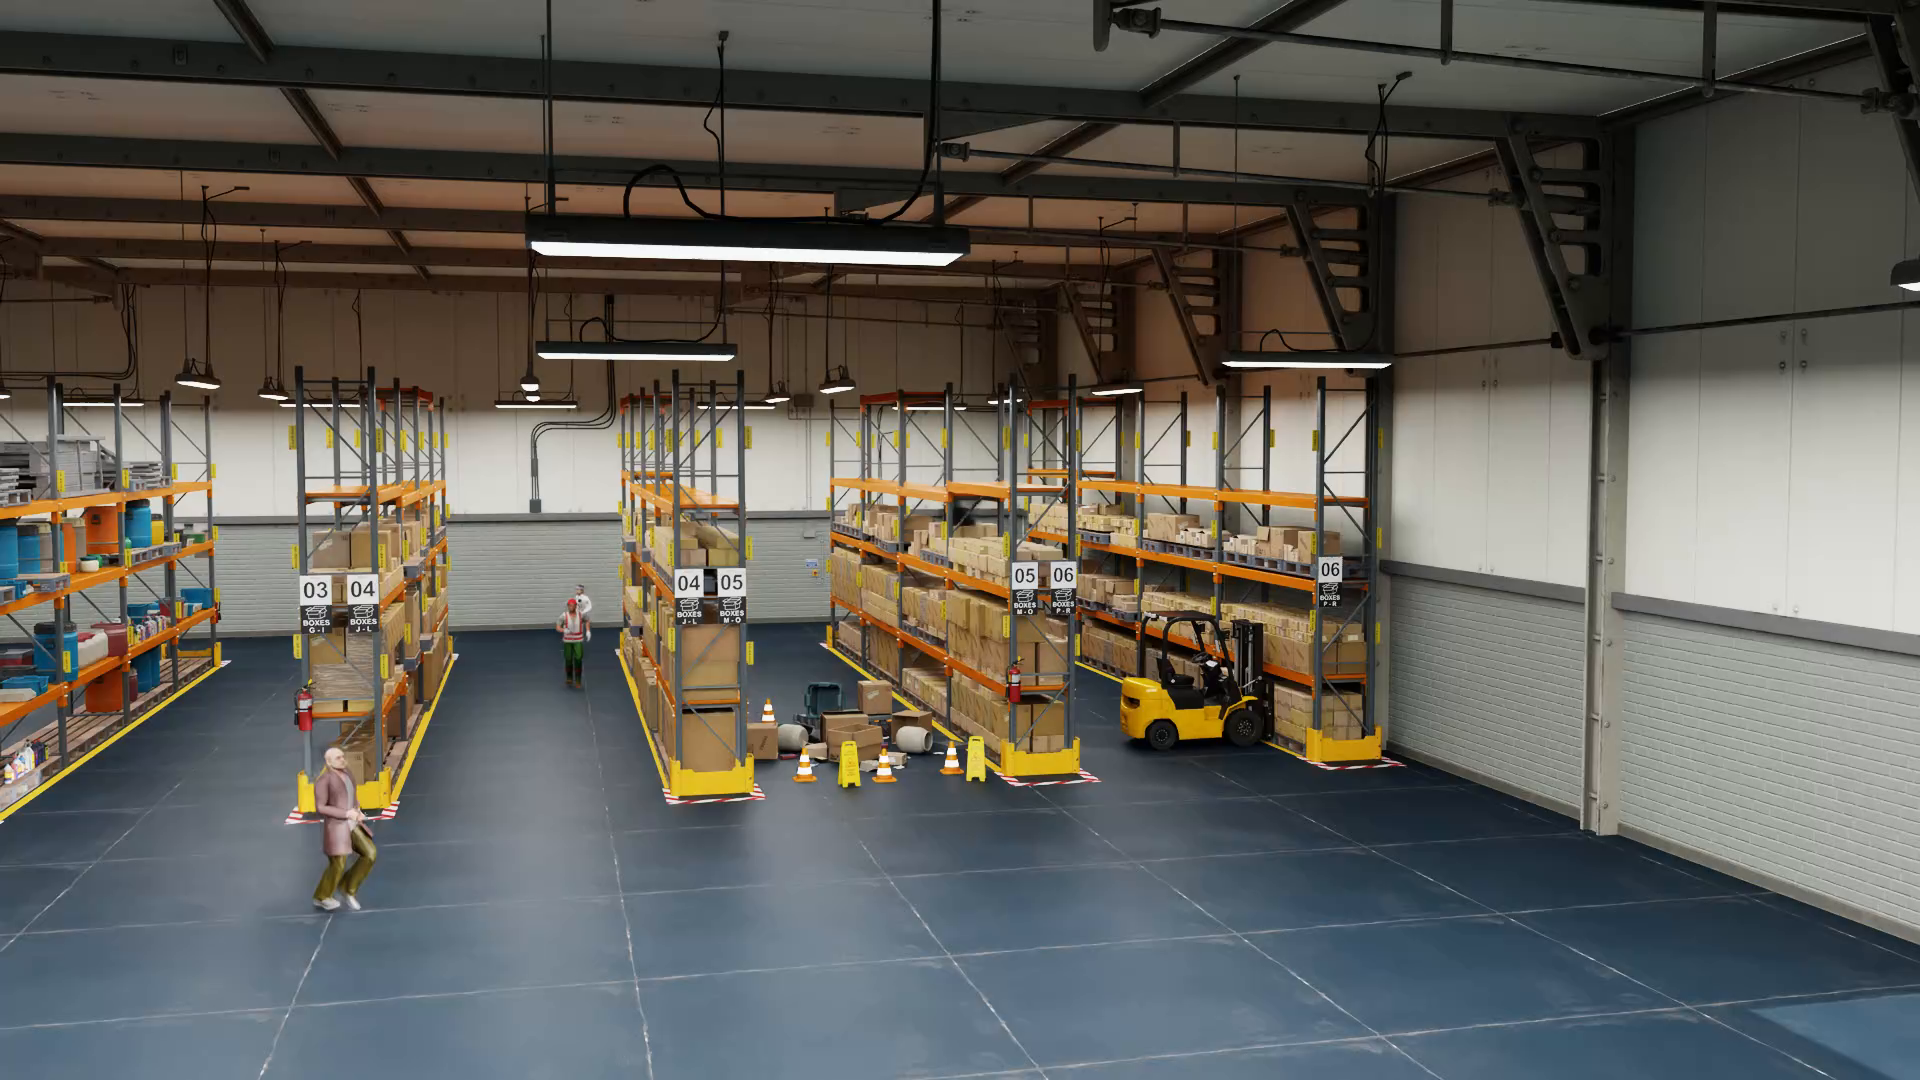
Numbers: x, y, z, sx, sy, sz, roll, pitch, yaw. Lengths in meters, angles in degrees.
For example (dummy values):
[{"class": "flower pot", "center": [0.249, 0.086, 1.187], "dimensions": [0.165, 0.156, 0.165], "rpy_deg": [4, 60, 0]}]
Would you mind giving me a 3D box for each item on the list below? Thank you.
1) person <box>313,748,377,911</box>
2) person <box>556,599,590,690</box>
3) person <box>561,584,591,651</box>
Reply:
[{"class": "person", "center": [-6.567, 3.081, 17.687], "dimensions": [0.741, 1.770, 0.719], "rpy_deg": [1, 4, 21]}, {"class": "person", "center": [-7.832, 2.109, 33.684], "dimensions": [0.686, 1.864, 0.781], "rpy_deg": [-1, 4, -16]}, {"class": "person", "center": [-9.069, 1.835, 39.412], "dimensions": [0.813, 1.612, 0.742], "rpy_deg": [2, 4, 32]}]
